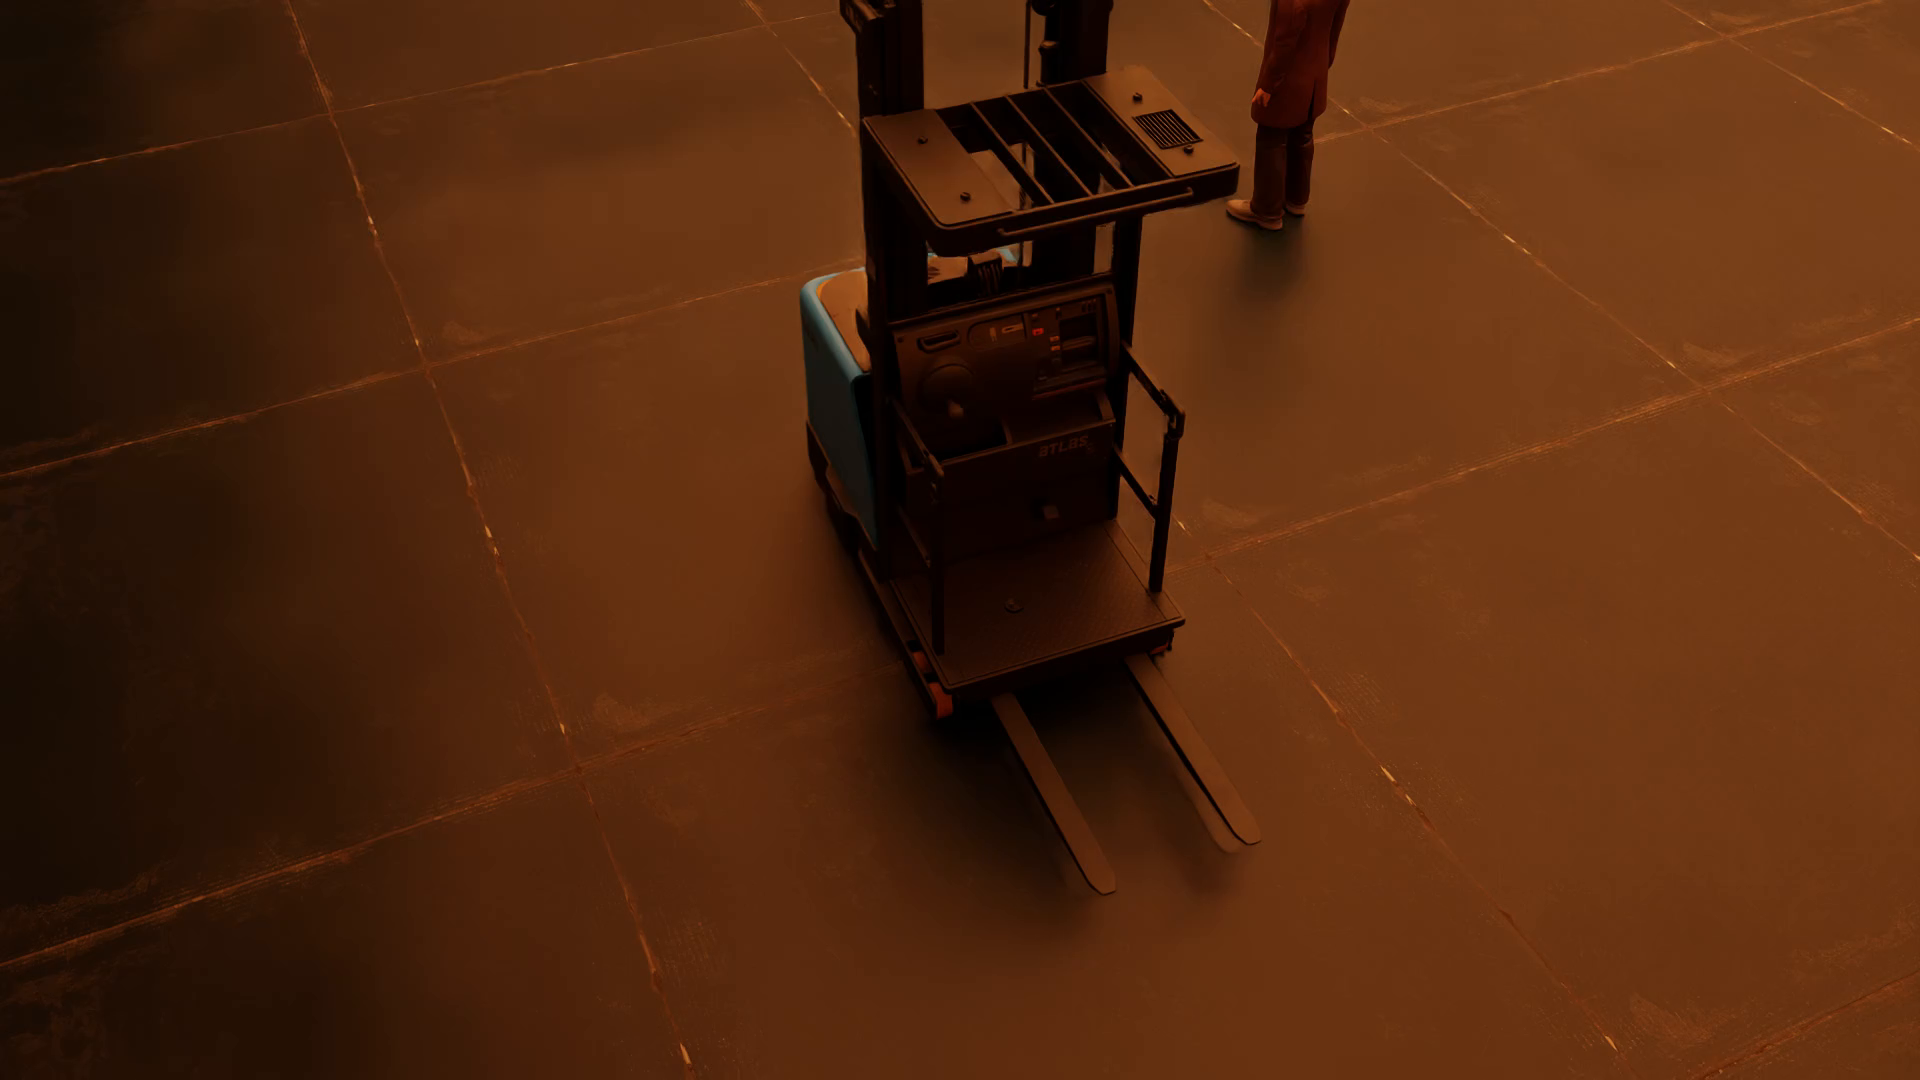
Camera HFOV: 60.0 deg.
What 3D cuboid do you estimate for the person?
[{"bbox_3d":[1.843,-2.605,9.316,0.546,1.781,0.398,-31,51,-29],"label":"person"}]

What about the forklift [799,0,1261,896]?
[{"bbox_3d":[0.272,-0.647,6.373,1.130,2.935,3.031,-15,45,-16],"label":"forklift"}]
